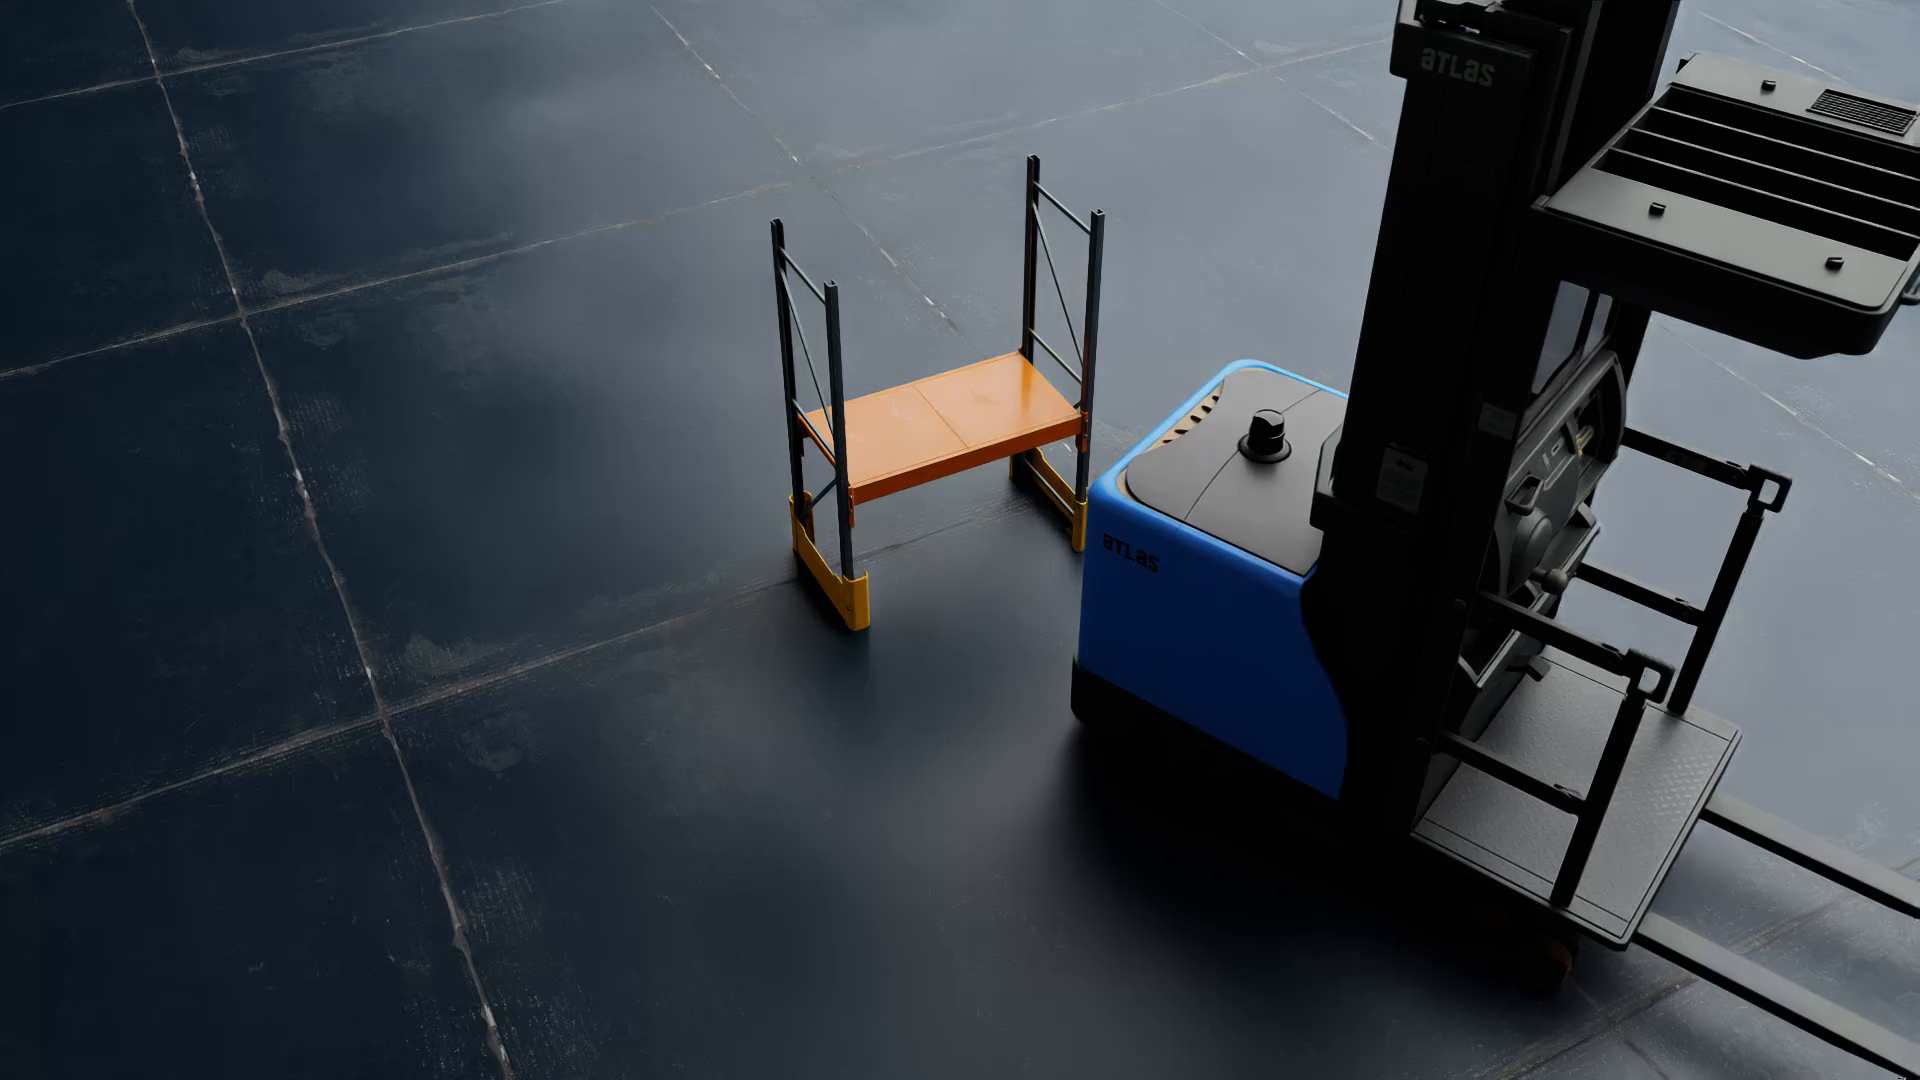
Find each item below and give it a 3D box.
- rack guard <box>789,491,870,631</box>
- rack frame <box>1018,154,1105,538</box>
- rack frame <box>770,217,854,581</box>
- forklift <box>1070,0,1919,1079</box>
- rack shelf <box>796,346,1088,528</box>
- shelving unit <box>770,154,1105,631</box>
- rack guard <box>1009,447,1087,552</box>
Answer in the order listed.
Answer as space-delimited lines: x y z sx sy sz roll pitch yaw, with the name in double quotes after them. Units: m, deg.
-0.509 0.076 6.467 0.087 0.250 0.587 -19 44 -21 "rack guard"
0.375 -0.699 6.415 0.032 1.500 0.500 -19 44 -21 "rack frame"
-0.527 -0.395 6.056 0.032 1.500 0.500 -19 44 -21 "rack frame"
1.872 -0.134 4.640 3.031 2.935 1.130 26 47 28 "forklift"
-0.076 -0.410 6.352 1.000 0.185 0.538 -19 44 -21 "rack shelf"
-0.068 -0.550 6.239 1.083 1.500 0.587 -19 44 -21 "shelving unit"
0.374 -0.221 6.818 0.087 0.250 0.587 -19 44 -21 "rack guard"
